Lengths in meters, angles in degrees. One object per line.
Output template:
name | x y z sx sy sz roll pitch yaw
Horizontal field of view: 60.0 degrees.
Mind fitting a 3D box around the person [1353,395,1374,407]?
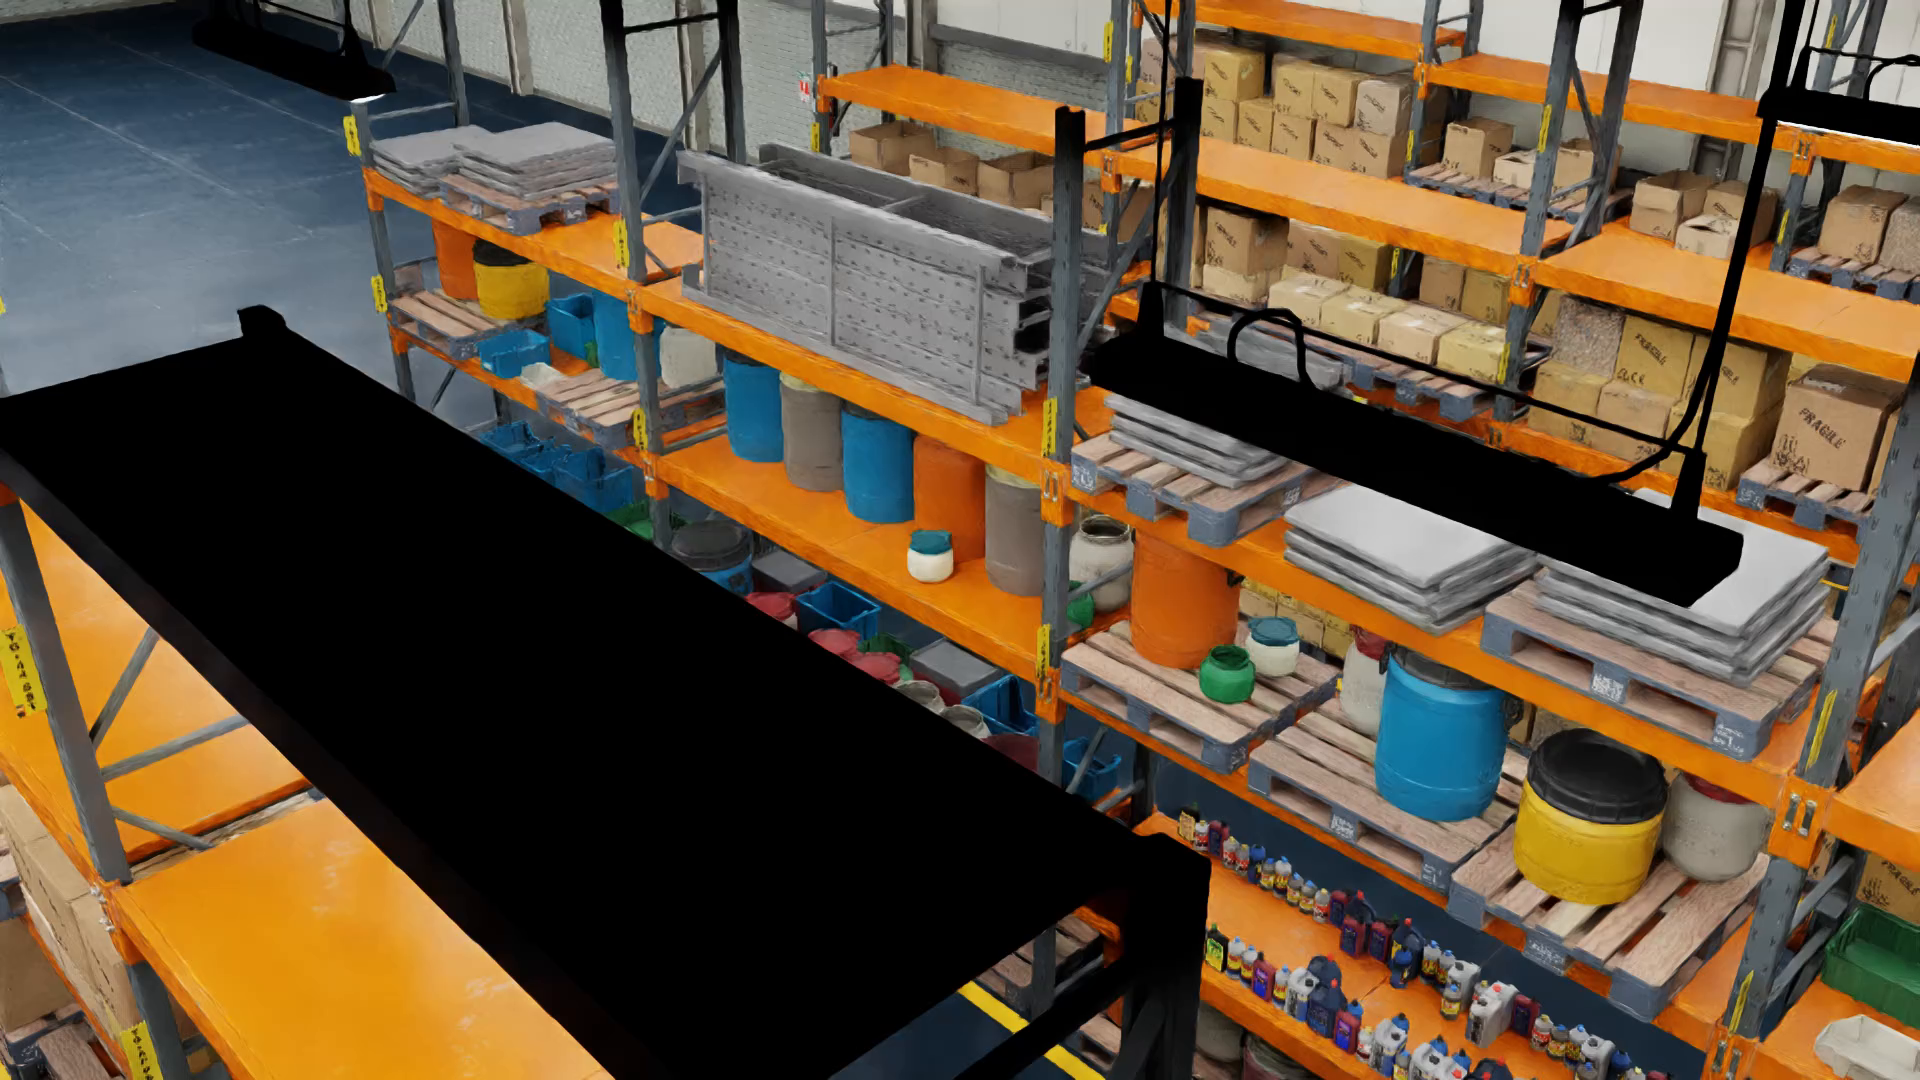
person | 4.095 -1.449 17.694 0.610 1.763 0.456 9 29 16
